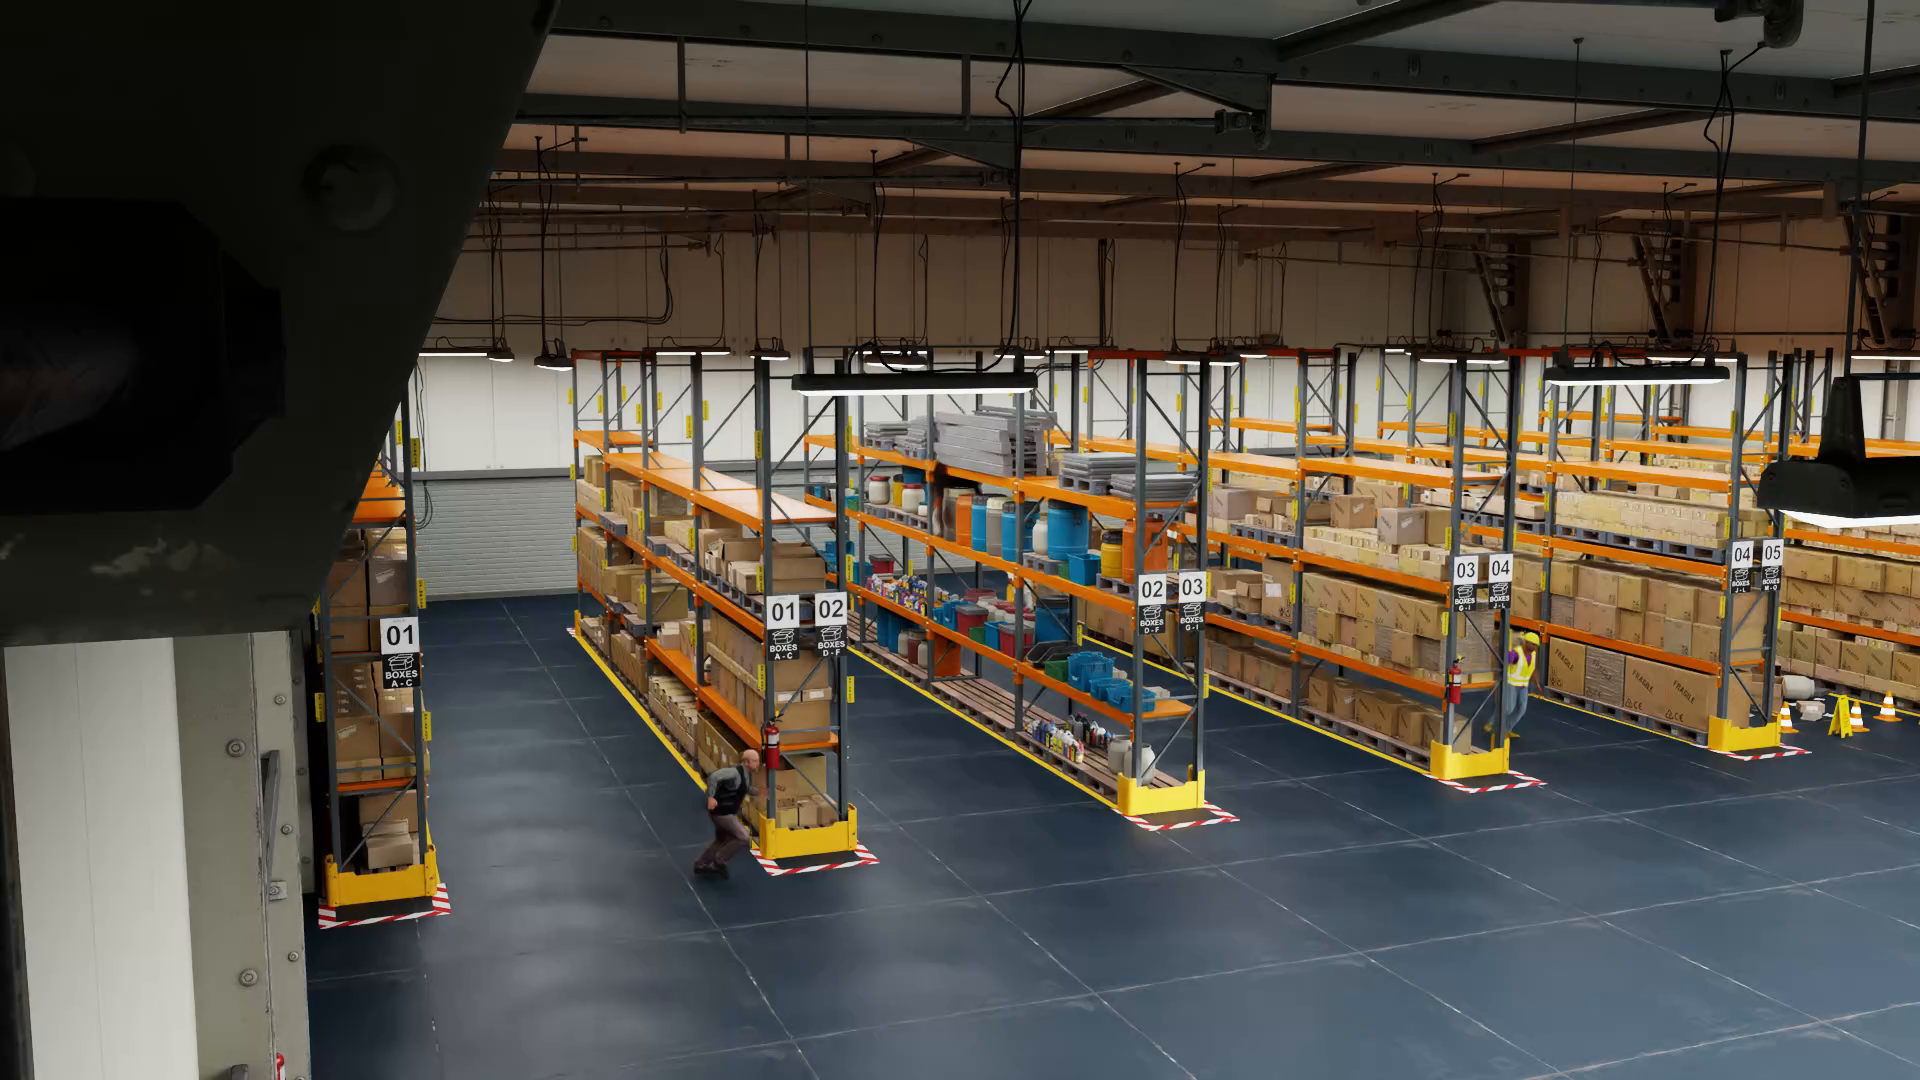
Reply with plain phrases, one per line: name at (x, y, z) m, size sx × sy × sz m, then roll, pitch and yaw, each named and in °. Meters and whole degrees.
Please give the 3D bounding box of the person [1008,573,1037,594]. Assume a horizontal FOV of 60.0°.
person at (1.335, 0.690, 34.745) m, size 0.674 × 0.908 × 0.715 m, roll -2°, pitch 7°, yaw -13°

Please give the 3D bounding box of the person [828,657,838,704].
person at (-2.269, 2.044, 28.794) m, size 0.524 × 1.506 × 0.808 m, roll -2°, pitch 7°, yaw -17°

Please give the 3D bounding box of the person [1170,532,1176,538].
person at (5.348, 0.401, 41.915) m, size 0.651 × 1.462 × 0.571 m, roll 1°, pitch 7°, yaw 5°

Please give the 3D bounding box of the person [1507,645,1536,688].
person at (8.737, 1.965, 25.960) m, size 0.627 × 0.655 × 0.401 m, roll -4°, pitch 8°, yaw -29°
